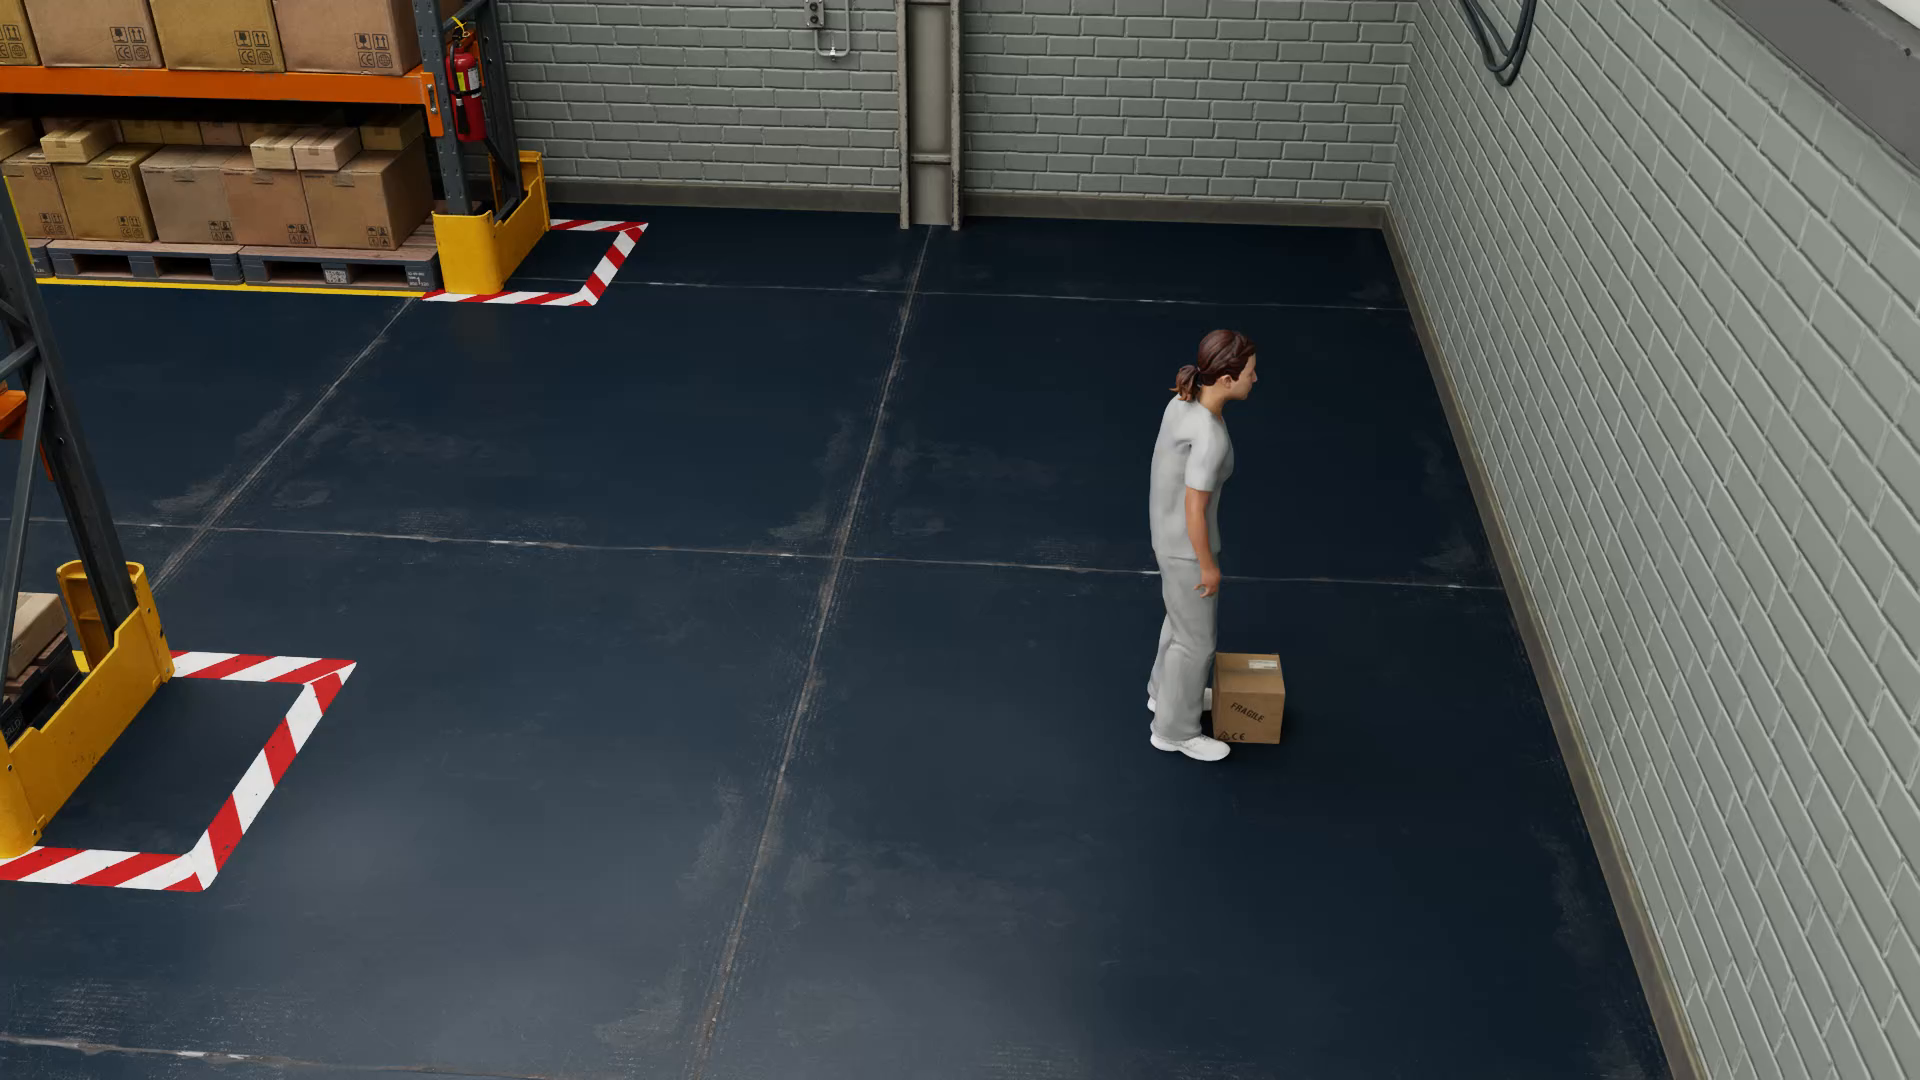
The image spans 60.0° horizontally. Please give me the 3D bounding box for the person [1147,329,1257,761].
[{"bbox_3d":[0.872,0.008,6.126,0.363,1.671,0.508,1,32,1],"label":"person"}]
